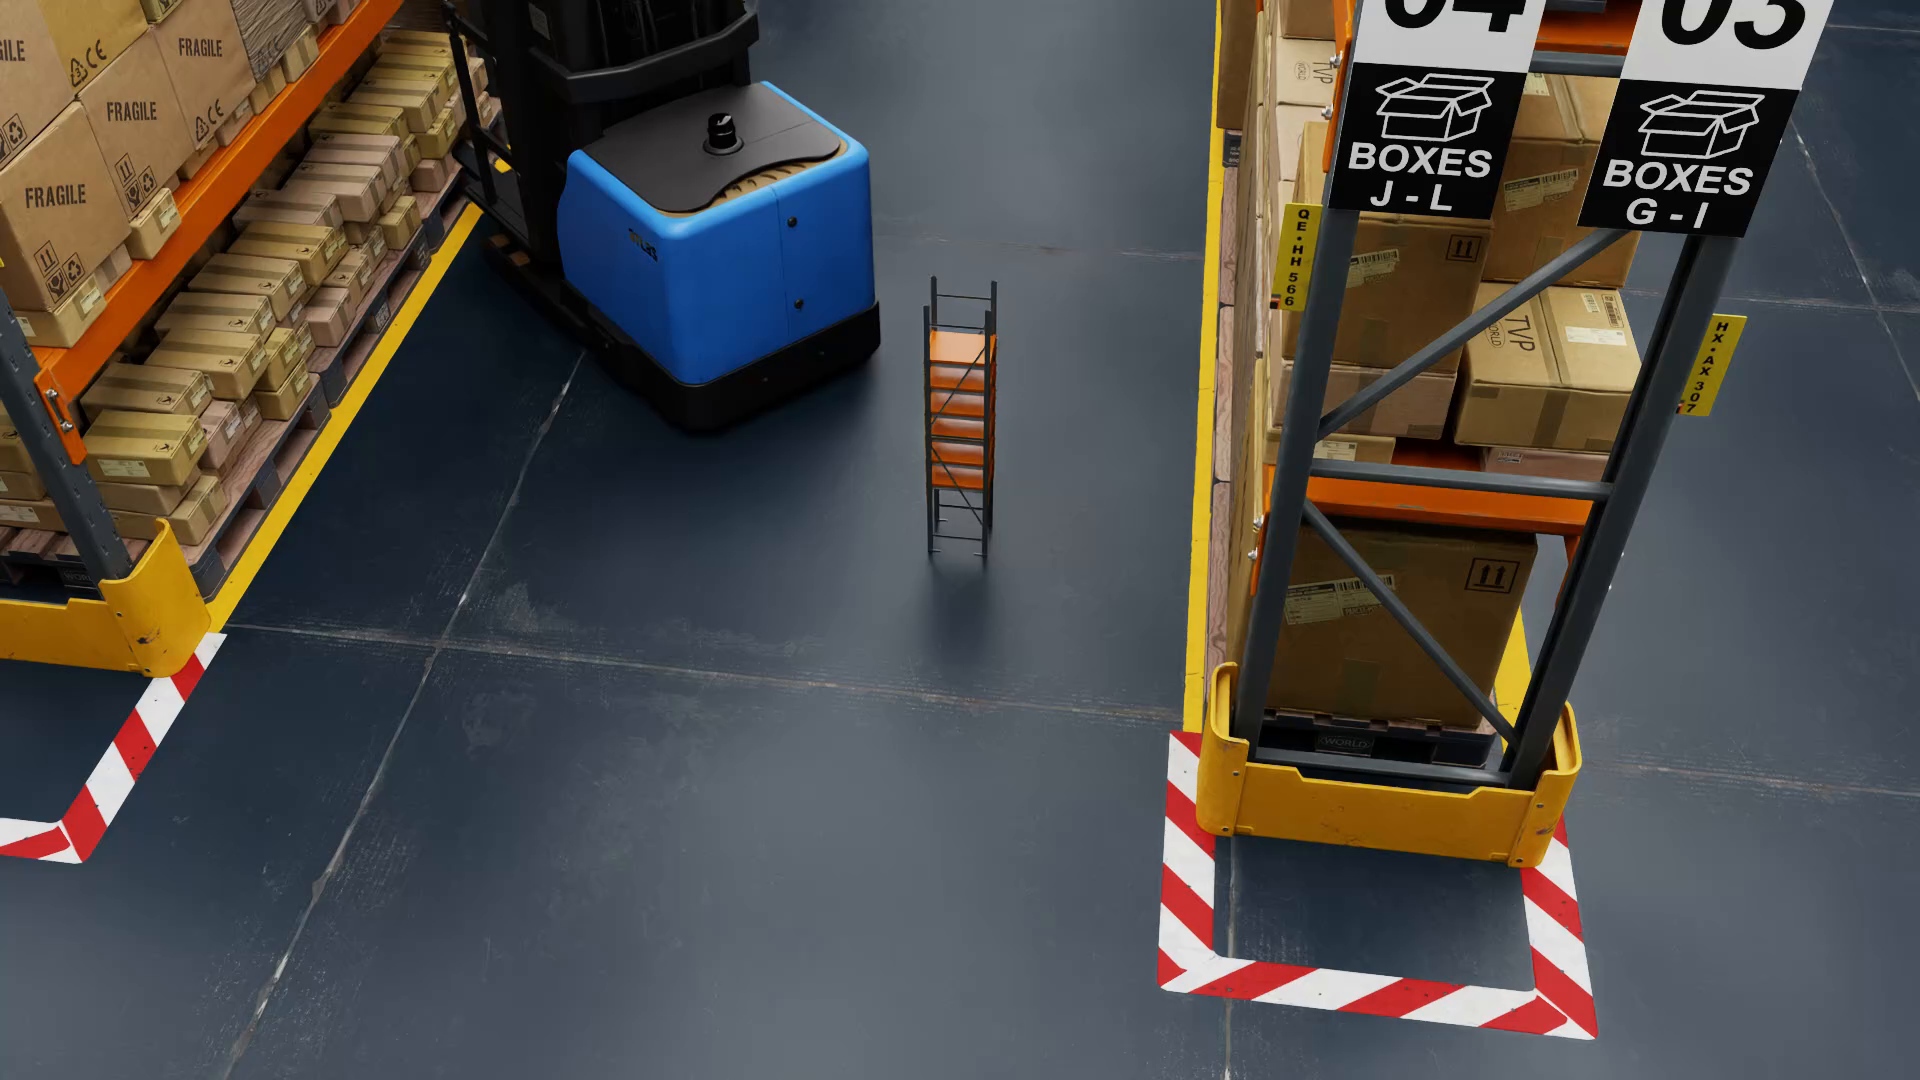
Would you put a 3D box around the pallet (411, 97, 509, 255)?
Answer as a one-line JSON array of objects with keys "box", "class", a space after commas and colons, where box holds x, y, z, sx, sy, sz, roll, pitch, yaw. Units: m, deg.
[{"box": [-3.016, -1.940, 8.645, 1.003, 0.211, 1.213, 5, 44, 6], "class": "pallet"}]

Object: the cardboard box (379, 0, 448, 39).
[{"box": [-3.114, -3.185, 9.445, 0.500, 0.500, 0.500, 4, 44, 5], "class": "cardboard box"}]

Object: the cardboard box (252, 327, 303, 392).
[{"box": [-2.989, -0.767, 6.931, 0.380, 0.149, 0.250, 7, 44, 7], "class": "cardboard box"}]

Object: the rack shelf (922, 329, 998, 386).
[{"box": [0.002, -0.675, 6.131, 0.258, 0.103, 0.180, 5, 44, 6], "class": "rack shelf"}]

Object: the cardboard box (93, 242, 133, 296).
[{"box": [-3.131, -0.964, 5.769, 0.380, 0.149, 0.250, 7, 44, 7], "class": "cardboard box"}]

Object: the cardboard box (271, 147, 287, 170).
[{"box": [-3.419, -1.826, 7.832, 0.380, 0.149, 0.250, 6, 44, 6], "class": "cardboard box"}]

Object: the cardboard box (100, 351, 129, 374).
[{"box": [-3.637, -0.652, 6.809, 0.380, 0.149, 0.250, 4, 44, 4], "class": "cardboard box"}]

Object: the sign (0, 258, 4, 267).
[{"box": [-2.953, -0.952, 4.944, 0.100, 0.325, 0.005, 5, 44, 6], "class": "sign"}]

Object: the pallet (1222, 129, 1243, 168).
[{"box": [1.968, -2.414, 9.146, 1.003, 0.211, 1.213, 5, 44, 6], "class": "pallet"}]

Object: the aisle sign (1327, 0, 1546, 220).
[{"box": [1.105, -1.090, 3.828, 0.394, 0.787, 0.004, 5, 44, 6], "class": "aisle sign"}]

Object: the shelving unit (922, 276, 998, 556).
[{"box": [0.002, -0.446, 6.348, 0.258, 1.200, 0.189, 5, 44, 6], "class": "shelving unit"}]

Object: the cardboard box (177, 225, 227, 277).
[{"box": [-3.452, -1.287, 7.263, 0.380, 0.149, 0.250, 4, 44, 4], "class": "cardboard box"}]

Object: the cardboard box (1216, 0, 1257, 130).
[{"box": [2.006, -2.712, 8.673, 1.225, 0.875, 0.875, 5, 44, 6], "class": "cardboard box"}]

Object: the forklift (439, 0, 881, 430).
[{"box": [-1.681, -2.488, 7.246, 1.130, 2.935, 3.031, -29, 51, -27], "class": "forklift"}]

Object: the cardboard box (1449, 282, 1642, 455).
[{"box": [1.743, -0.524, 5.014, 0.500, 0.250, 0.500, 4, 44, 4], "class": "cardboard box"}]

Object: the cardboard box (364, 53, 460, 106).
[{"box": [-2.746, -2.303, 8.336, 0.380, 0.149, 0.250, 6, 44, 6], "class": "cardboard box"}]

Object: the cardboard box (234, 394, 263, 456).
[{"box": [-3.125, -0.488, 6.852, 0.380, 0.149, 0.250, 6, 44, 6], "class": "cardboard box"}]

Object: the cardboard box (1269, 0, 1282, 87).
[{"box": [1.485, -1.959, 6.530, 0.500, 0.250, 0.500, 6, 44, 7], "class": "cardboard box"}]

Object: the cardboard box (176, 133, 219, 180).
[{"box": [-3.084, -1.514, 6.350, 0.380, 0.149, 0.250, 5, 44, 5], "class": "cardboard box"}]

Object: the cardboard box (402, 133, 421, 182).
[{"box": [-2.861, -1.863, 8.088, 0.380, 0.149, 0.250, 6, 44, 6], "class": "cardboard box"}]

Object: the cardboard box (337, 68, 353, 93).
[{"box": [-3.308, -2.348, 8.384, 0.380, 0.149, 0.250, 7, 44, 8], "class": "cardboard box"}]

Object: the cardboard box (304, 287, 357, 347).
[{"box": [-2.924, -0.997, 7.389, 0.380, 0.149, 0.250, 3, 44, 3], "class": "cardboard box"}]

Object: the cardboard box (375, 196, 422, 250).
[{"box": [-2.813, -1.527, 7.949, 0.380, 0.149, 0.250, 5, 44, 5], "class": "cardboard box"}]

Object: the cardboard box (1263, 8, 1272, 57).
[{"box": [1.470, -2.093, 6.961, 0.380, 0.149, 0.250, 4, 44, 4], "class": "cardboard box"}]

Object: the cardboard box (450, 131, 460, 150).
[{"box": [-2.794, -2.063, 8.515, 0.380, 0.149, 0.250, 6, 44, 7], "class": "cardboard box"}]

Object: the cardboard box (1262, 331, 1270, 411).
[{"box": [1.165, -0.526, 5.307, 0.380, 0.149, 0.250, 6, 44, 6], "class": "cardboard box"}]

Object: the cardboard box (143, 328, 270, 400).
[{"box": [-3.008, -0.705, 6.649, 0.380, 0.149, 0.250, 5, 44, 5], "class": "cardboard box"}]

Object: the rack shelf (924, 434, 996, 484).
[{"box": [0.002, -0.326, 6.461, 0.258, 0.103, 0.180, 5, 44, 6], "class": "rack shelf"}]

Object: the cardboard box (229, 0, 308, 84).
[{"box": [-2.974, -2.160, 6.560, 0.500, 0.500, 0.500, 4, 44, 4], "class": "cardboard box"}]

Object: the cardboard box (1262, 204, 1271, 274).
[{"box": [1.266, -1.045, 5.855, 0.380, 0.149, 0.250, 4, 44, 5], "class": "cardboard box"}]

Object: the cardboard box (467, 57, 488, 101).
[{"box": [-2.689, -2.395, 8.649, 0.380, 0.149, 0.250, 6, 44, 6], "class": "cardboard box"}]

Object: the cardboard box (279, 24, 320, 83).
[{"box": [-2.903, -2.034, 6.899, 0.380, 0.149, 0.250, 6, 44, 6], "class": "cardboard box"}]

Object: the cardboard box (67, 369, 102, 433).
[{"box": [-3.582, -0.570, 6.506, 0.380, 0.149, 0.250, 6, 44, 6], "class": "cardboard box"}]

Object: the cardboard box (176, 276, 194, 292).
[{"box": [-3.529, -1.179, 7.366, 0.380, 0.149, 0.250, 7, 44, 8], "class": "cardboard box"}]

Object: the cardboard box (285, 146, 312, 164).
[{"box": [-3.307, -1.887, 8.113, 0.380, 0.149, 0.250, 3, 44, 3], "class": "cardboard box"}]

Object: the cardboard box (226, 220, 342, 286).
[{"box": [-2.931, -1.245, 7.219, 0.380, 0.149, 0.250, 6, 44, 6], "class": "cardboard box"}]

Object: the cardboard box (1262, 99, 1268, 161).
[{"box": [1.367, -1.568, 6.407, 0.380, 0.149, 0.250, 4, 44, 4], "class": "cardboard box"}]

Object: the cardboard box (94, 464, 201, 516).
[{"box": [-3.167, -0.246, 6.380, 0.380, 0.149, 0.250, 7, 44, 7], "class": "cardboard box"}]

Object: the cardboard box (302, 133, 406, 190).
[{"box": [-2.828, -1.770, 7.773, 0.380, 0.149, 0.250, 3, 44, 3], "class": "cardboard box"}]

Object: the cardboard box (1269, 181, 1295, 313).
[{"box": [1.281, -0.921, 5.434, 0.500, 0.250, 0.500, 5, 44, 5], "class": "cardboard box"}]

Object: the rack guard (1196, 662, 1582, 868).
[{"box": [1.409, 0.757, 5.587, 1.175, 0.500, 0.348, 5, 44, 6], "class": "rack guard"}]

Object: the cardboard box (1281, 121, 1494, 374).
[{"box": [1.216, -0.849, 4.812, 0.500, 0.500, 0.500, 6, 44, 6], "class": "cardboard box"}]

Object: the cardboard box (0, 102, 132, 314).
[{"box": [-3.158, -1.112, 5.454, 0.500, 0.500, 0.500, 7, 44, 7], "class": "cardboard box"}]

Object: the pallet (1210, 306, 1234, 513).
[{"box": [1.604, -0.536, 7.163, 1.003, 0.211, 1.213, 5, 44, 6], "class": "pallet"}]

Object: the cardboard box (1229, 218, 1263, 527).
[{"box": [1.538, -0.612, 6.455, 0.875, 0.875, 0.875, 5, 44, 6], "class": "cardboard box"}]

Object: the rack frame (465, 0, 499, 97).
[{"box": [-2.962, -3.413, 8.173, 1.000, 3.000, 0.127, 5, 44, 6], "class": "rack frame"}]

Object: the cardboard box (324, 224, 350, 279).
[{"box": [-3.008, -1.329, 7.523, 0.380, 0.149, 0.250, 7, 44, 7], "class": "cardboard box"}]

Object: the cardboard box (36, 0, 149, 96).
[{"box": [-3.108, -1.821, 5.475, 0.500, 0.500, 0.500, 6, 44, 7], "class": "cardboard box"}]

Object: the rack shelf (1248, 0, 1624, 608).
[{"box": [1.676, -1.269, 6.432, 1.077, 0.370, 4.000, 5, 44, 6], "class": "rack shelf"}]

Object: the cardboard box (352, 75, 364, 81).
[{"box": [-3.327, -2.420, 8.676, 0.380, 0.149, 0.250, 7, 44, 7], "class": "cardboard box"}]
